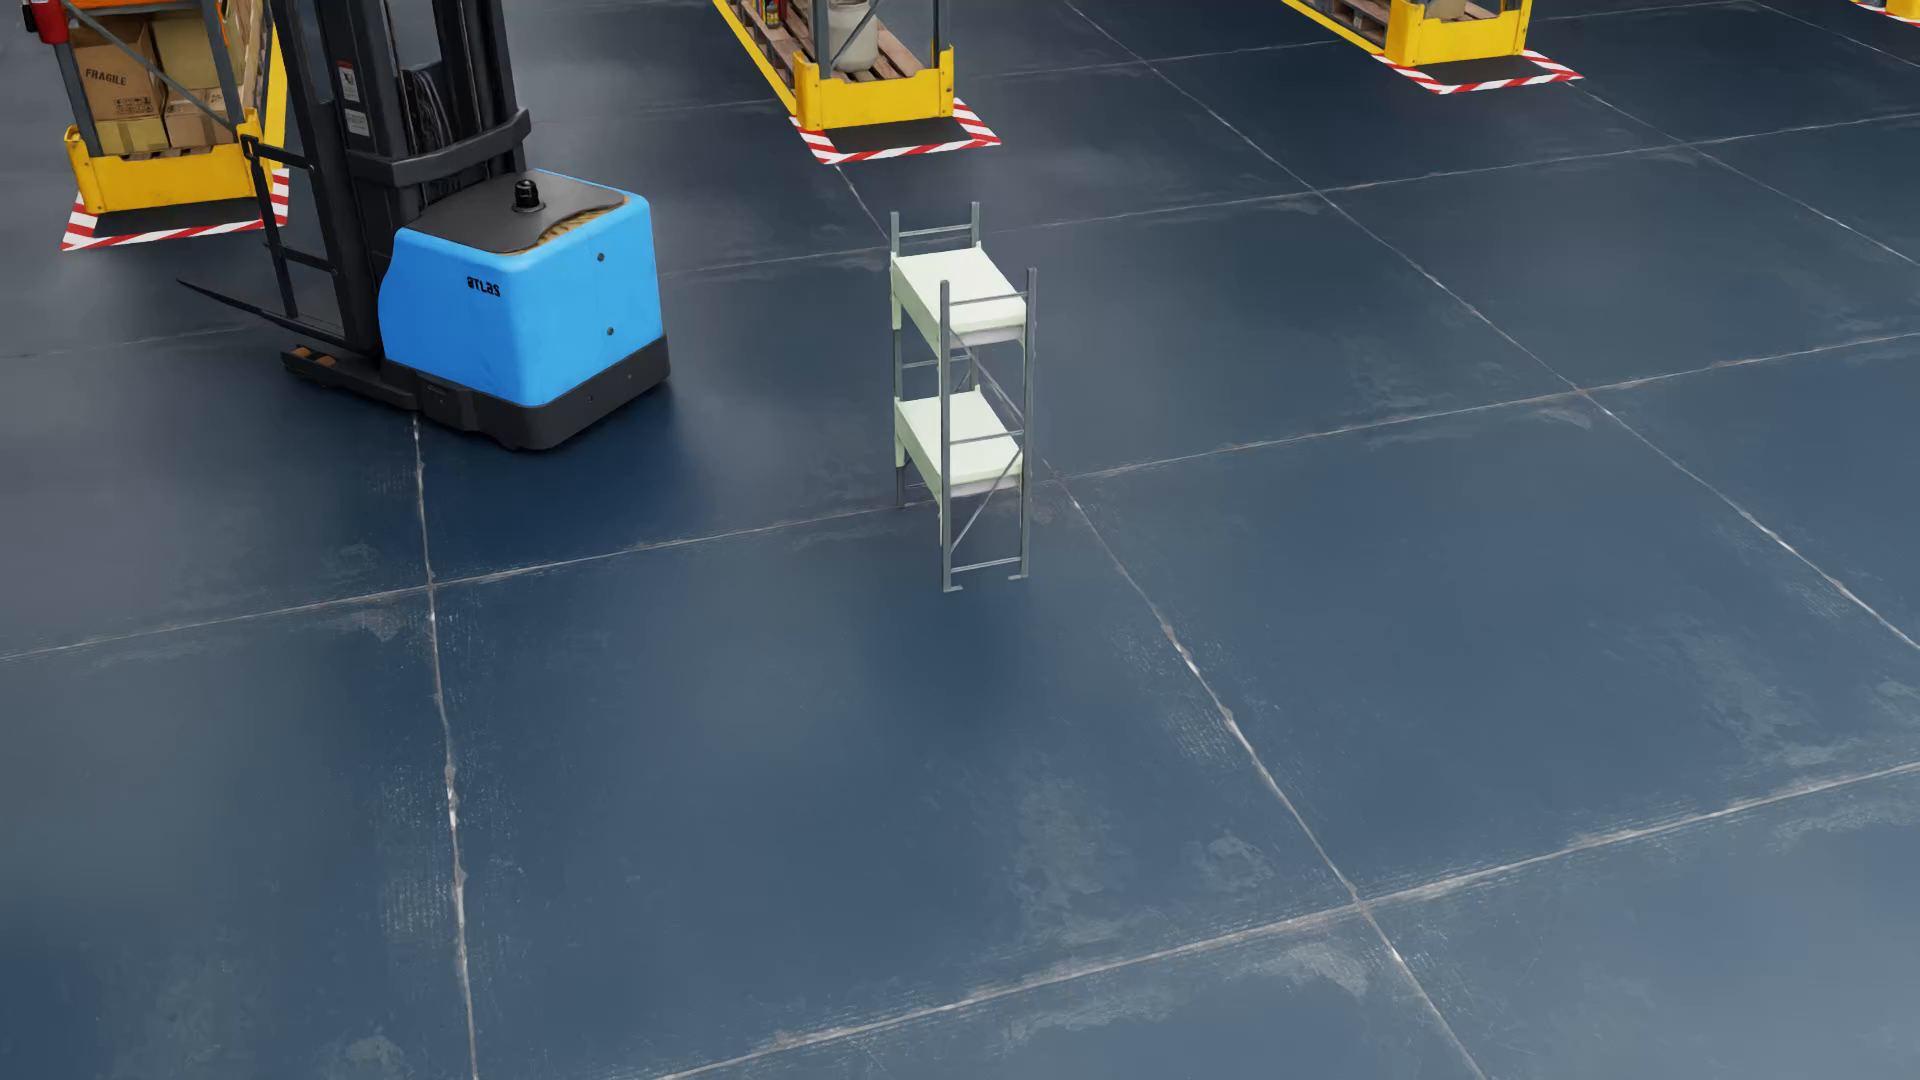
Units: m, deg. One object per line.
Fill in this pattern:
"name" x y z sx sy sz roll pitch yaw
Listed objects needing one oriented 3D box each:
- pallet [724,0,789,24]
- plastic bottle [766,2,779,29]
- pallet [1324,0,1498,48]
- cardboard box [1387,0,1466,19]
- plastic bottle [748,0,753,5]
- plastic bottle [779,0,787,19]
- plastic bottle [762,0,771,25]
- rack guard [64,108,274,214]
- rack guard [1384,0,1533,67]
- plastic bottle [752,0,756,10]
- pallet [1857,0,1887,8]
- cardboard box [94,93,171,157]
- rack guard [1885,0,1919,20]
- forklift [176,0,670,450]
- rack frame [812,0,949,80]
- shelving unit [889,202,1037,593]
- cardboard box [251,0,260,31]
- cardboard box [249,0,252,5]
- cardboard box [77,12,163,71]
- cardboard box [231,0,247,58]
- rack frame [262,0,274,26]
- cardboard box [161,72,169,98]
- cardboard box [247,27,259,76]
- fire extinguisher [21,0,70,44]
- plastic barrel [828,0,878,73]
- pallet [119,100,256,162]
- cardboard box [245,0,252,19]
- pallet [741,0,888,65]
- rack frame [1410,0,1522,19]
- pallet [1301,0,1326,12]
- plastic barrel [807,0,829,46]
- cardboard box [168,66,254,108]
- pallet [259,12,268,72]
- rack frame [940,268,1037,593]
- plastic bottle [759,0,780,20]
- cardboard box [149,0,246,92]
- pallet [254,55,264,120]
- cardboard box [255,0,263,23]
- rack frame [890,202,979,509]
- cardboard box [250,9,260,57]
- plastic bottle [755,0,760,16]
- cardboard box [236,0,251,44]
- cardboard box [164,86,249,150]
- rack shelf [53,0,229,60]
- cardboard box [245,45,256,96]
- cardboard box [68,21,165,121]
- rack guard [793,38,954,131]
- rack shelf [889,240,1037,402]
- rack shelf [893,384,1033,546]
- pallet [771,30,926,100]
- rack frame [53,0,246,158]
"pallet" -1.627 -5.011 15.143 1.003 0.211 1.213 -10 35 -15
"plastic bottle" -1.550 -4.341 13.738 0.097 0.201 0.097 0 33 0
"pallet" 3.907 -4.576 14.484 1.003 0.211 1.213 -10 35 -15
"cardboard box" 3.970 -4.730 14.074 0.500 0.500 0.500 -4 34 -6
"plastic bottle" -1.754 -4.797 14.292 0.144 0.351 0.185 -10 35 -15
"plastic bottle" -1.500 -4.530 13.950 0.061 0.283 0.133 -10 35 -15
"plastic bottle" -1.603 -4.433 13.803 0.061 0.283 0.133 -9 35 -14
"rack guard" -5.283 -2.548 11.152 1.175 0.500 0.348 -10 35 -15
"rack guard" 4.121 -4.264 13.750 1.175 0.500 0.348 -10 35 -15
"plastic bottle" -1.697 -4.699 14.145 0.144 0.351 0.185 -9 34 -13
"pallet" 8.581 -5.292 15.567 1.003 0.211 1.213 -10 35 -15
"cardboard box" -5.736 -2.863 11.475 0.500 0.250 0.500 -10 35 -15
"rack guard" 8.906 -4.993 14.852 1.175 0.500 0.348 -10 35 -15
"forklift" -3.089 -2.275 8.534 3.031 2.935 1.130 19 38 26
"rack frame" -0.572 -4.434 11.740 1.000 3.000 0.127 -10 35 -15
"shelving unit" 0.002 -0.622 7.331 0.431 1.500 0.755 -10 35 -15
"cardboard box" -6.018 -4.261 13.590 0.500 0.250 0.500 -10 35 -15
"cardboard box" -6.020 -4.573 13.383 0.500 0.500 0.500 -10 35 -15
"cardboard box" -6.057 -3.698 12.059 0.500 0.500 0.500 -10 35 -15
"cardboard box" -5.562 -3.786 12.191 0.500 0.500 0.500 -10 35 -15
"rack frame" -6.511 -5.703 13.660 1.000 3.000 0.127 -10 35 -15
"cardboard box" -5.900 -3.124 11.870 0.500 0.250 0.500 -10 35 -15
"cardboard box" -5.698 -3.738 12.799 0.500 0.250 0.500 -10 35 -15
"fire extinguisher" -5.697 -3.431 10.291 0.296 0.674 0.183 -10 35 -15
"plastic barrel" -0.846 -3.904 12.813 0.421 0.512 0.421 0 33 0
"pallet" -5.564 -2.834 11.848 1.003 0.211 1.213 -10 35 -15
"cardboard box" -5.864 -4.311 12.987 0.500 0.500 0.500 -10 35 -15
"pallet" -1.251 -4.370 14.172 1.003 0.211 1.213 -10 35 -15
"rack frame" 4.145 -5.267 13.000 1.000 3.000 0.127 -10 35 -15
"pallet" 3.539 -5.216 15.452 1.003 0.211 1.213 -10 35 -15
"plastic barrel" -0.999 -4.167 13.212 0.421 0.512 0.421 0 33 0
"cardboard box" -5.398 -3.212 12.004 0.500 0.250 0.500 -10 35 -15
"pallet" -6.308 -4.116 13.787 1.003 0.211 1.213 -10 35 -15
"rack frame" 0.114 -0.430 7.040 0.400 1.500 0.023 -10 35 -15
"plastic bottle" -1.601 -4.509 13.924 0.152 0.276 0.135 -10 35 -14
"cardboard box" -5.397 -3.525 11.797 0.500 0.500 0.500 -10 35 -15
"pallet" -5.932 -3.474 12.816 1.003 0.211 1.213 -10 35 -15
"cardboard box" -6.161 -4.525 13.990 0.500 0.250 0.500 -10 35 -15
"rack frame" -0.110 -0.814 7.622 0.400 1.500 0.023 -10 35 -15
"cardboard box" -5.852 -4.001 13.197 0.500 0.250 0.500 -10 35 -15
"plastic bottle" -1.643 -4.582 14.035 0.152 0.276 0.135 -11 35 -16
"cardboard box" -5.697 -4.051 12.593 0.500 0.500 0.500 -10 35 -15
"cardboard box" -5.242 -2.950 11.607 0.500 0.250 0.500 -10 35 -15
"rack shelf" -5.901 -4.353 12.270 1.077 0.370 4.000 -10 35 -15
"cardboard box" -5.551 -3.475 12.401 0.500 0.250 0.500 -10 35 -15
"cardboard box" -5.738 -3.176 11.268 0.500 0.500 0.500 -10 35 -15
"rack guard" -0.640 -3.423 12.477 1.175 0.500 0.348 -10 35 -15
"rack shelf" 0.002 -0.948 7.116 0.431 0.370 0.720 -10 35 -15
"rack shelf" 0.002 -0.350 7.511 0.431 0.370 0.720 -10 35 -15
"pallet" -0.883 -3.730 13.204 1.003 0.211 1.213 -10 35 -15
"rack frame" -5.291 -3.603 10.482 1.000 3.000 0.127 -10 35 -15
